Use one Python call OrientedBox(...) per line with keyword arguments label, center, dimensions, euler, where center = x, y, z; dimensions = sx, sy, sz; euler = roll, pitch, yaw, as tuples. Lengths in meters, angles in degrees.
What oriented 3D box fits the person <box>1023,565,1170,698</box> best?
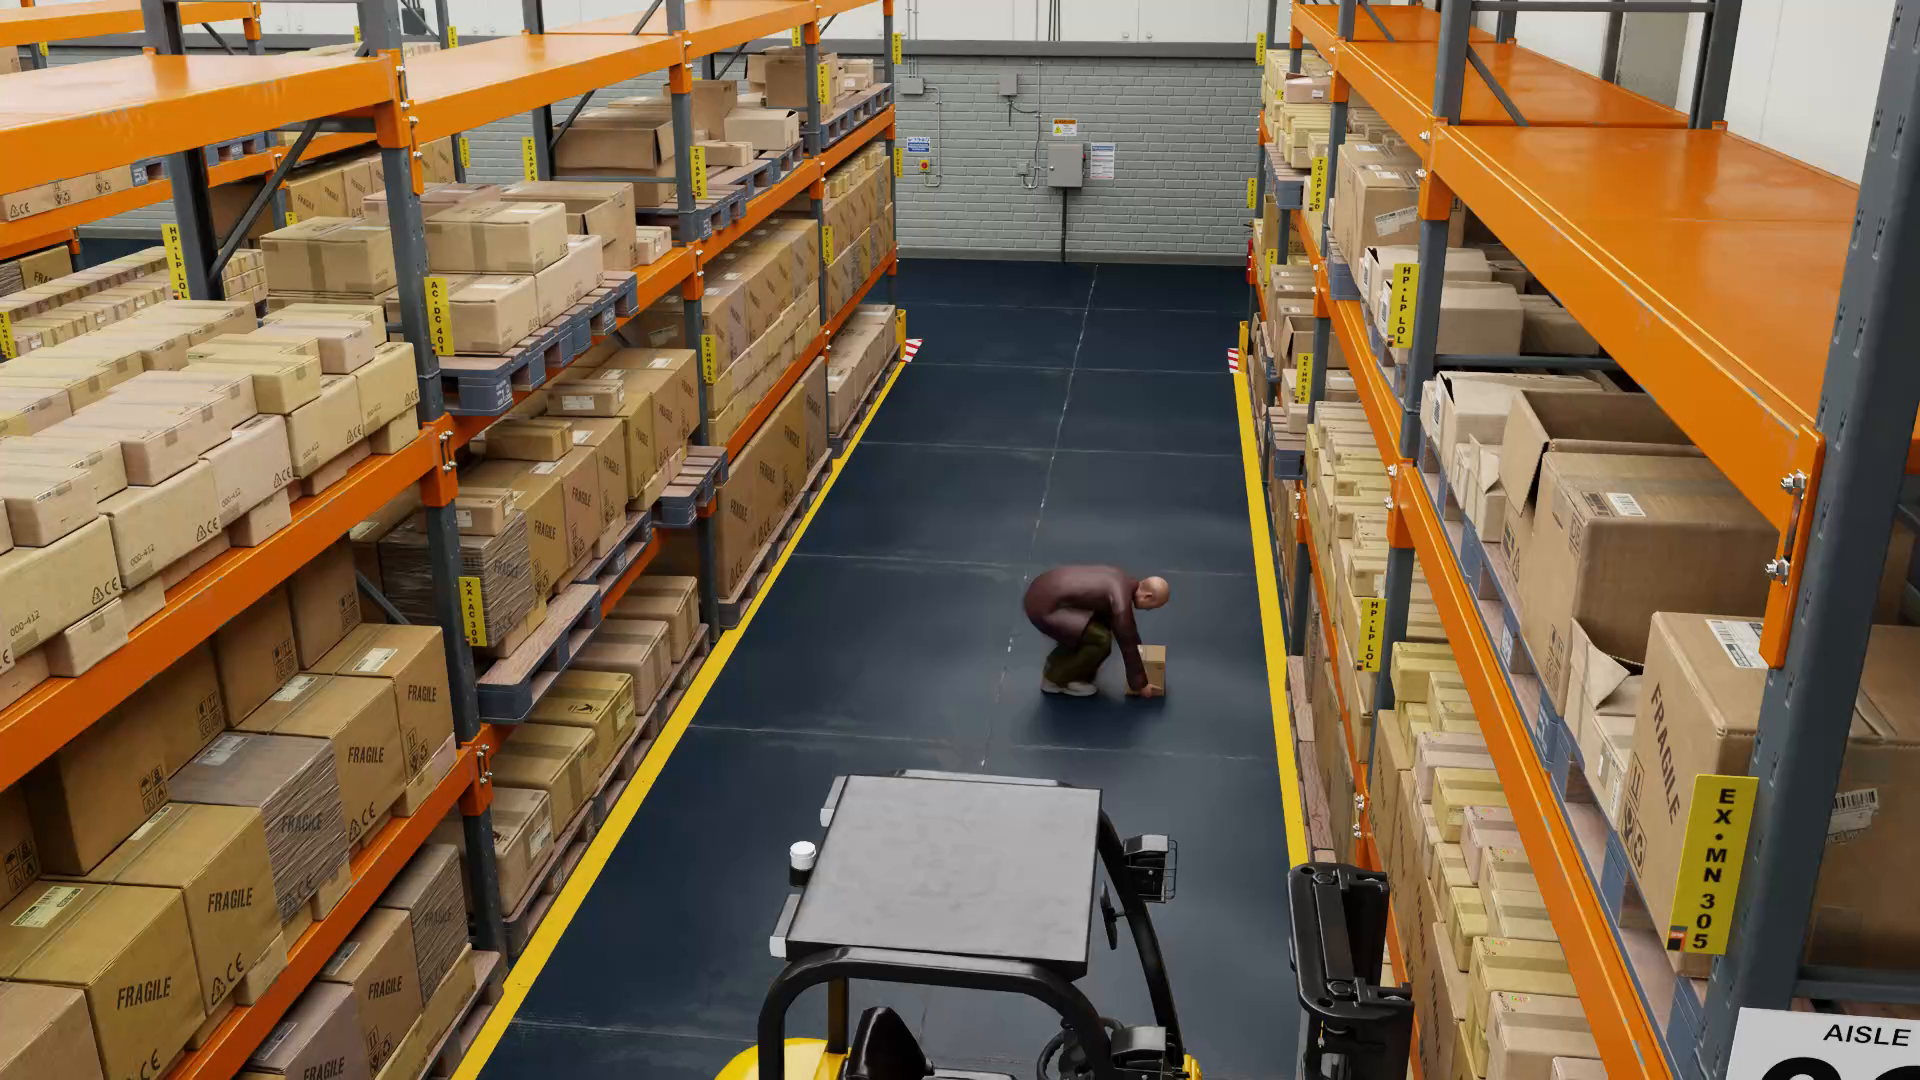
OrientedBox(label="person", center=(0.888, 0.587, 10.919), dimensions=(0.951, 0.850, 0.584), euler=(2, 21, 5))
